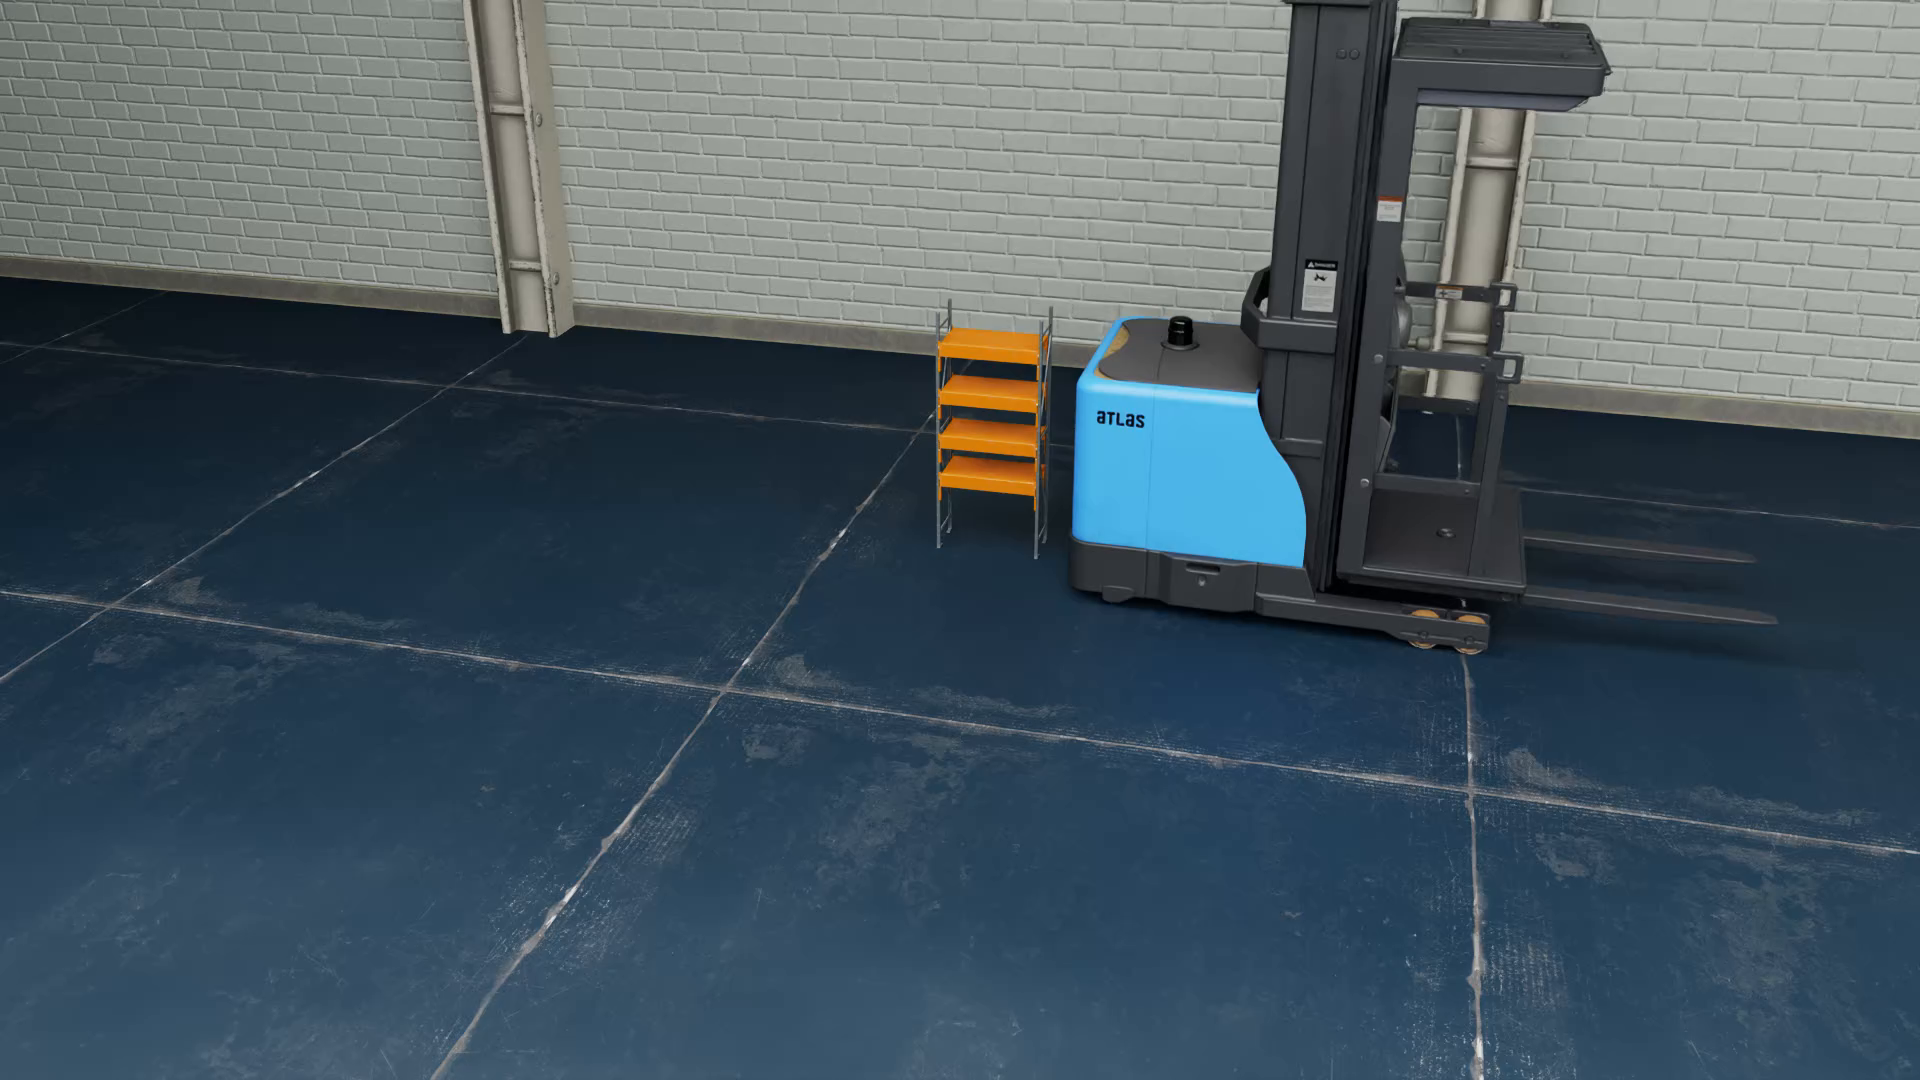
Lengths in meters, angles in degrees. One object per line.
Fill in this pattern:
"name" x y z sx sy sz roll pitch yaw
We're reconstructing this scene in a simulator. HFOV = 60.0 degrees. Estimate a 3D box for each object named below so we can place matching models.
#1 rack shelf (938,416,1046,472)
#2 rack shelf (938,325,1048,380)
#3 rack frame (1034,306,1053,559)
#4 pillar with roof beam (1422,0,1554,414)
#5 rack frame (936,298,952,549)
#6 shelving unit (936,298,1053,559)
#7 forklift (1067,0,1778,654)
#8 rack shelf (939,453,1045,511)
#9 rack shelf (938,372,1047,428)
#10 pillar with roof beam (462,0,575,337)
"rack shelf" 0.160 -0.463 7.984 0.480 0.148 0.258 6 26 13
"rack shelf" 0.160 -0.879 7.786 0.480 0.148 0.258 6 26 13
"rack frame" 0.397 -0.498 7.900 0.015 1.200 0.240 6 26 13
"pillar with roof beam" 1.893 -3.064 4.217 0.400 9.000 9.100 6 26 13
"rack frame" -0.076 -0.550 8.010 0.015 1.200 0.240 6 26 13
"shelving unit" 0.160 -0.524 7.955 0.503 1.200 0.258 6 26 13
"forklift" 2.072 -1.082 7.113 3.031 2.935 1.130 7 26 14
"rack shelf" 0.160 -0.284 8.069 0.480 0.148 0.258 6 26 13
"rack shelf" 0.160 -0.665 7.888 0.480 0.148 0.258 6 26 13
"pillar with roof beam" -3.918 -3.706 5.567 0.400 9.000 9.100 6 26 13
